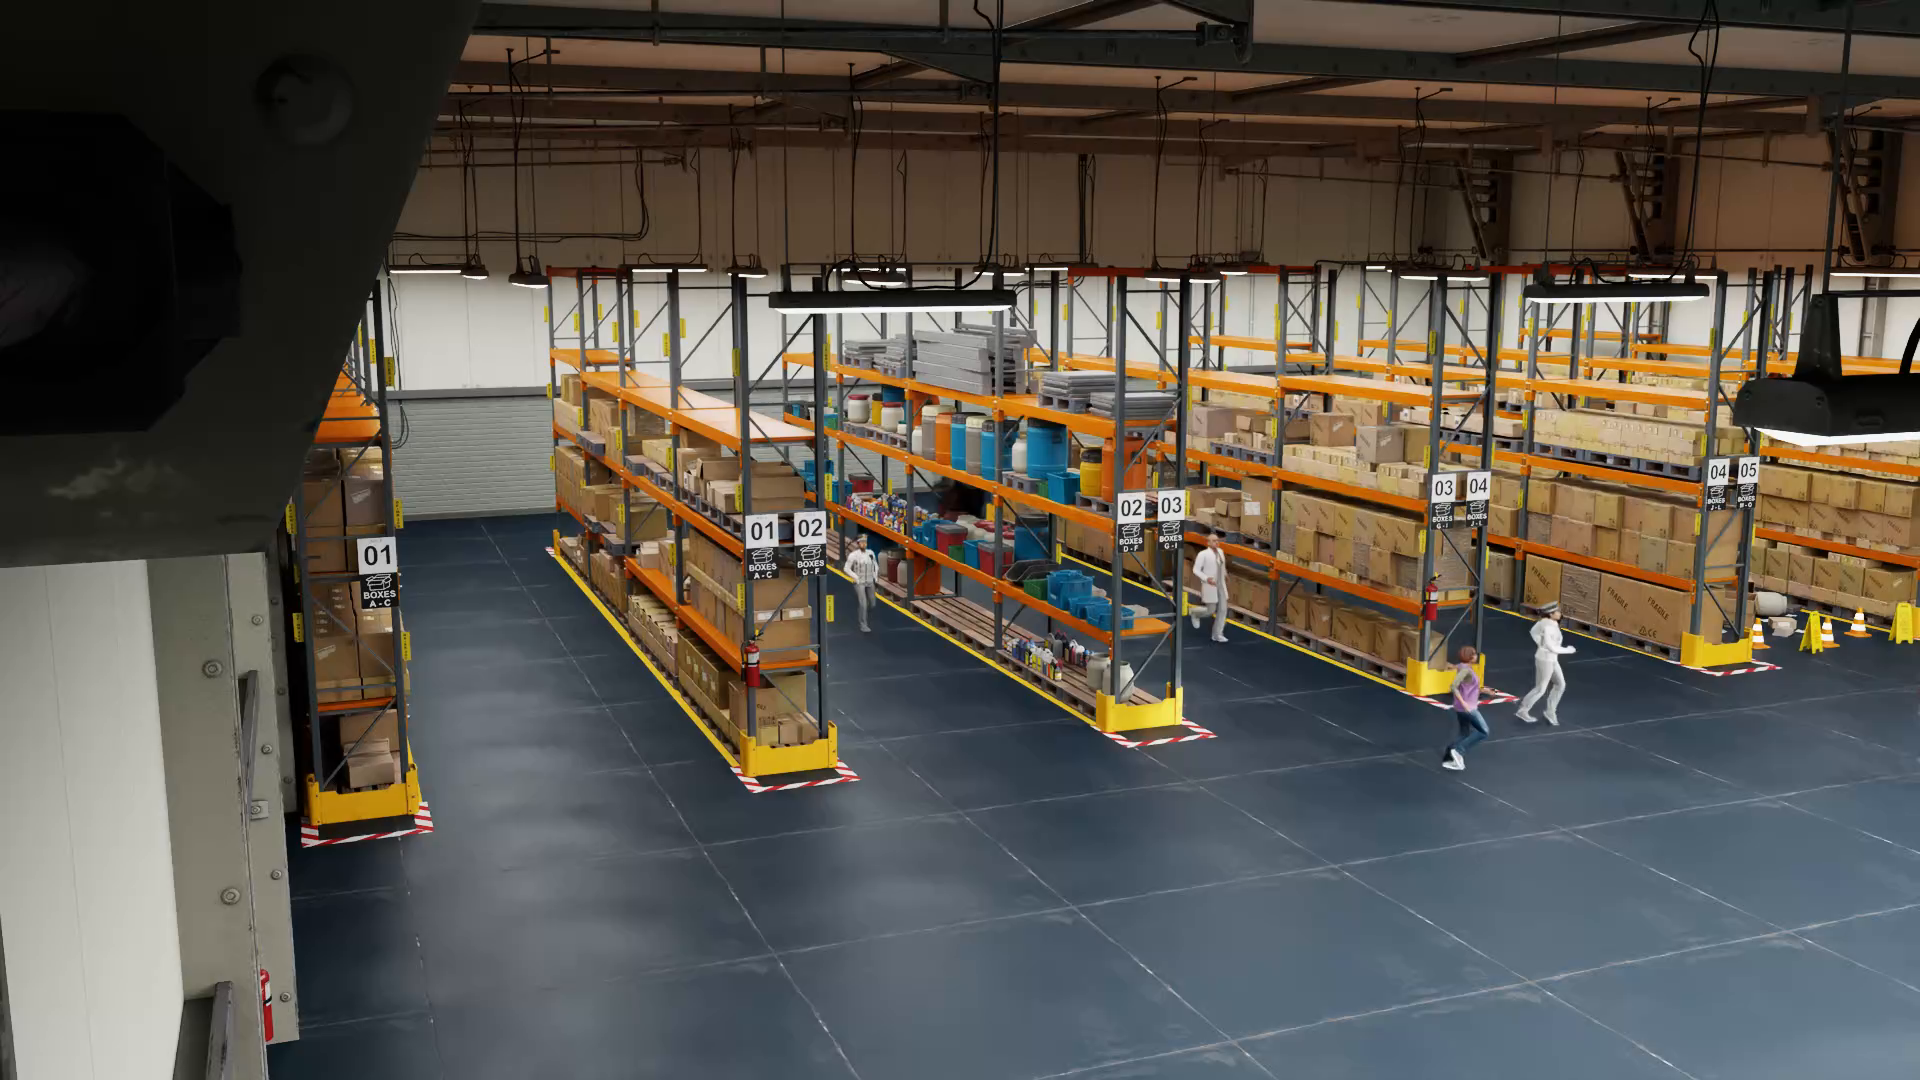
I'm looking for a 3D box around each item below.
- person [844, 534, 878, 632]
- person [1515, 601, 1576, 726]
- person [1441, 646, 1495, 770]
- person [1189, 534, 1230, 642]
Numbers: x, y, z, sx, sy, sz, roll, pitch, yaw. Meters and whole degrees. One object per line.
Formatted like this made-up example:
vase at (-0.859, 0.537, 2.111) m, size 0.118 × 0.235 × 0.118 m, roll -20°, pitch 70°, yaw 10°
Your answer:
person at (-1.638, 0.701, 27.877) m, size 0.614 × 1.641 × 0.580 m, roll -5°, pitch 11°, yaw -25°
person at (7.876, 1.672, 22.323) m, size 0.719 × 1.758 × 0.628 m, roll 4°, pitch 11°, yaw 19°
person at (6.213, 2.059, 20.290) m, size 0.591 × 1.564 × 0.522 m, roll 2°, pitch 10°, yaw 9°
person at (4.124, 0.770, 27.212) m, size 0.691 × 1.750 × 0.888 m, roll -6°, pitch 11°, yaw -30°
